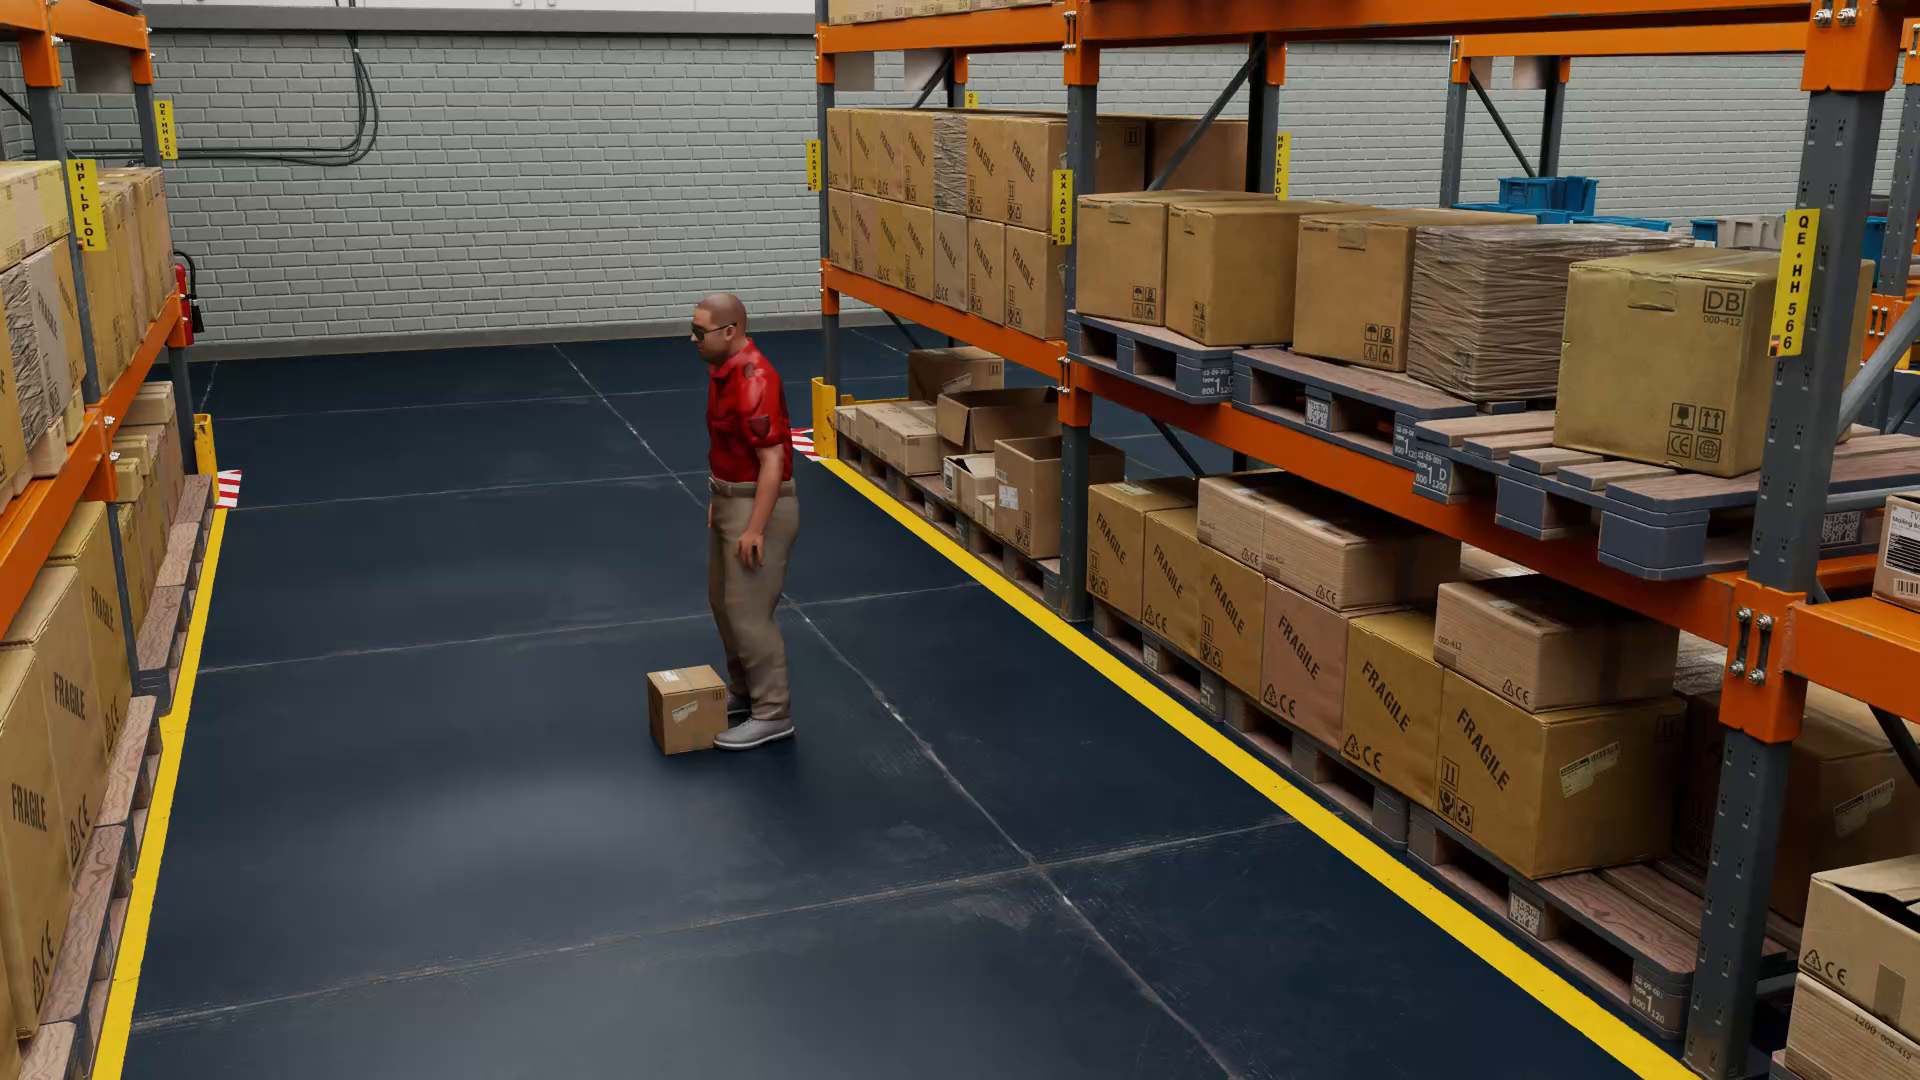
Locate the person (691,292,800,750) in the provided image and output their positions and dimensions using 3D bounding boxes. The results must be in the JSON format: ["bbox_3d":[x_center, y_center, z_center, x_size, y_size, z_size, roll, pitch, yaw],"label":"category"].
[{"bbox_3d":[-0.827,-0.084,6.352,0.386,1.726,0.587,-6,17,-21],"label":"person"}]
